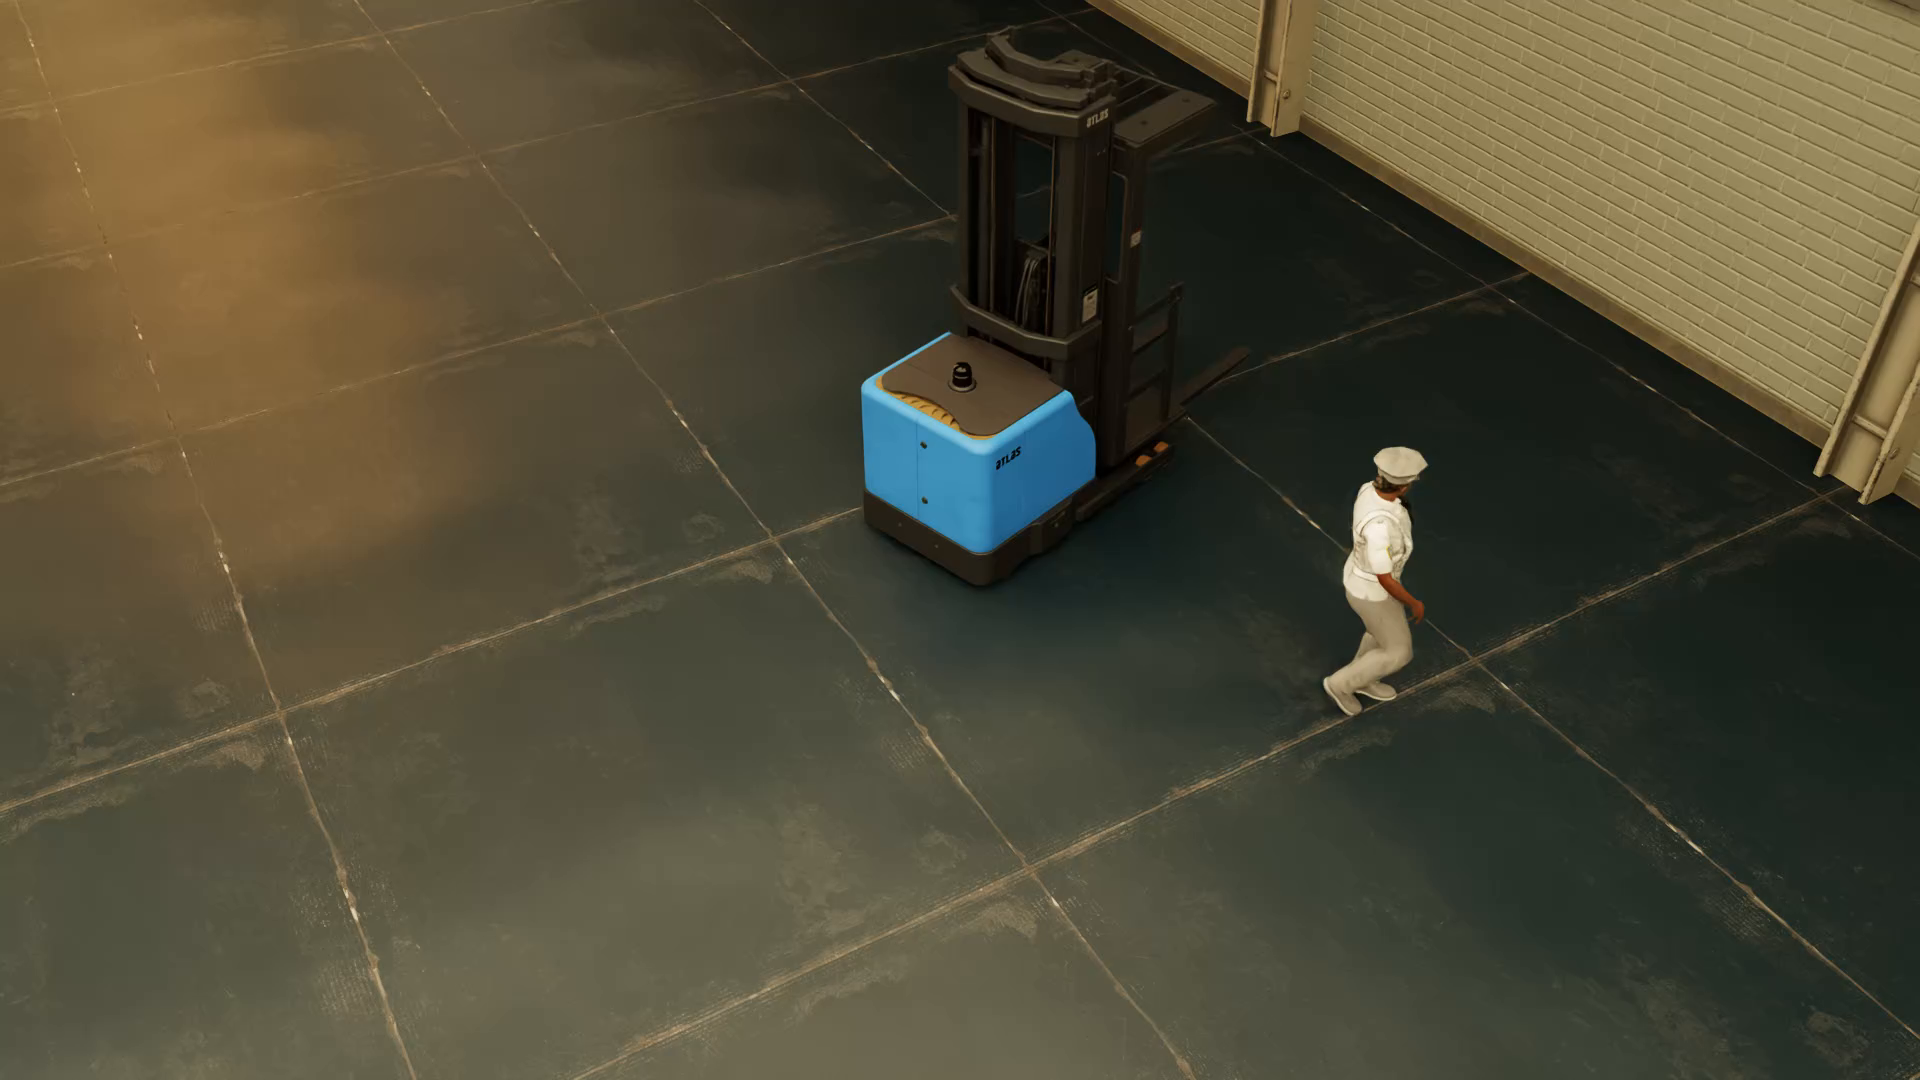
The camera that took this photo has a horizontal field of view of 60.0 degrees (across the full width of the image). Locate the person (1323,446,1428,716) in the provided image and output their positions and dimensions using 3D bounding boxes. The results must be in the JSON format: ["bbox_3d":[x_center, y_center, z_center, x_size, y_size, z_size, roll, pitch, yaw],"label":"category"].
[{"bbox_3d":[2.249,0.213,8.808,0.453,1.629,0.685,11,41,13],"label":"person"}]

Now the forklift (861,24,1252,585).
[{"bbox_3d":[0.766,-1.713,10.101,1.130,2.935,3.031,30,48,31],"label":"forklift"}]
